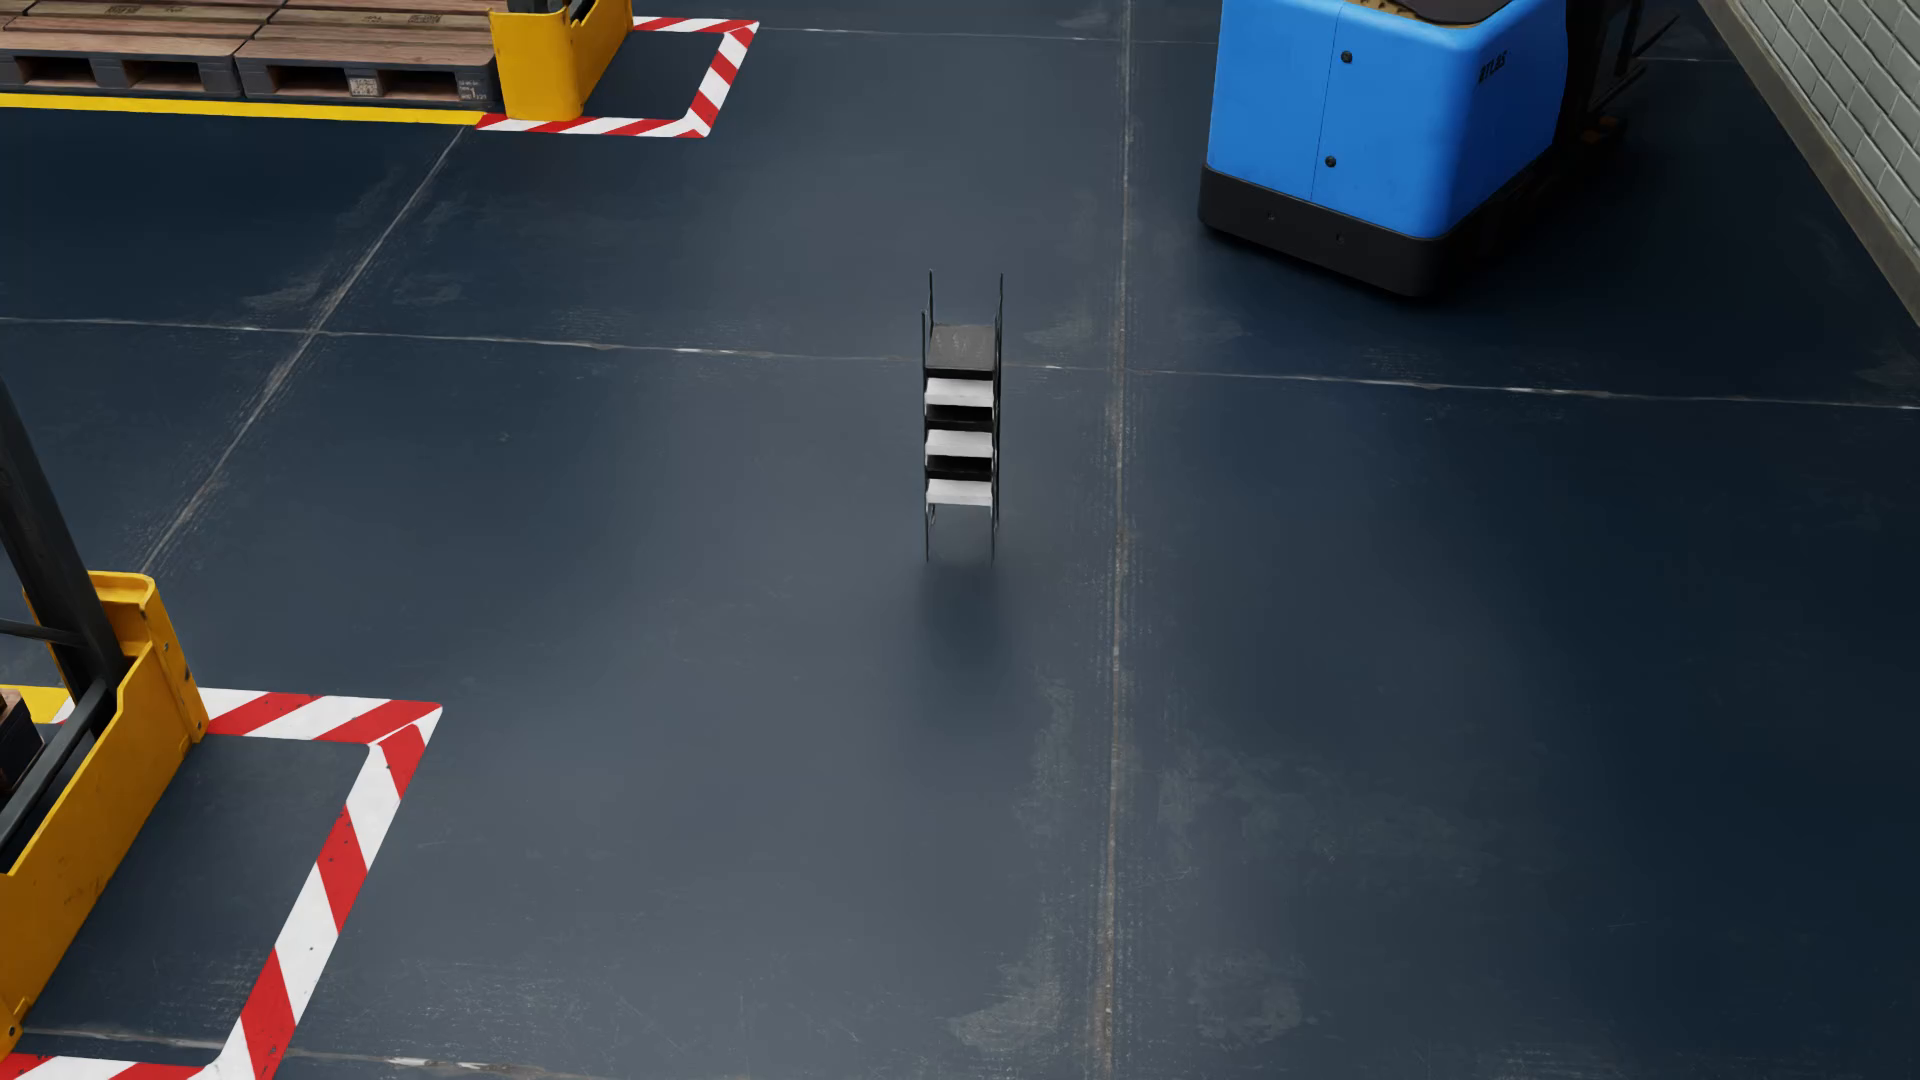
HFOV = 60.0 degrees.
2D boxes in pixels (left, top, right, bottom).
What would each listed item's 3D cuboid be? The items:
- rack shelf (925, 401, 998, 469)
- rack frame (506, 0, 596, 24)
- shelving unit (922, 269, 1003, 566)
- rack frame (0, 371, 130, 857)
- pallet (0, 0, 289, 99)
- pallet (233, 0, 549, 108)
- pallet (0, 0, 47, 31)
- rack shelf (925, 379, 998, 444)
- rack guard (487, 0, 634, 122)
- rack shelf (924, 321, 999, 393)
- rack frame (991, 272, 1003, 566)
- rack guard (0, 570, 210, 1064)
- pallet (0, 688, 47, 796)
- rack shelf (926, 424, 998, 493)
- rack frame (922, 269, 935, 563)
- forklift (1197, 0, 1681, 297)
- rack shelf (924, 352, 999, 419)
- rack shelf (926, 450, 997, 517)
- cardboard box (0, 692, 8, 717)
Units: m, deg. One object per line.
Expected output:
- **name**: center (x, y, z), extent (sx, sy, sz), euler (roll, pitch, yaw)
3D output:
- **rack shelf**: center (0.008, -0.323, 4.986), extent (0.200, 0.077, 0.258), euler (3, 39, 4)
- **rack frame**: center (-1.898, -3.441, 7.101), extent (0.127, 3.000, 1.000), euler (3, 39, 4)
- **shelving unit**: center (0.008, -0.349, 4.965), extent (0.210, 0.900, 0.258), euler (3, 39, 4)
- **rack frame**: center (-2.325, -0.326, 3.274), extent (0.127, 3.000, 1.000), euler (3, 39, 4)
- **pallet**: center (-3.928, -2.497, 8.150), extent (1.213, 0.211, 1.003), euler (3, 39, 4)
- **pallet**: center (-2.716, -2.429, 8.067), extent (1.213, 0.211, 1.003), euler (3, 39, 4)
- **pallet**: center (-5.147, -2.562, 8.230), extent (1.213, 0.211, 1.003), euler (3, 39, 4)
- **rack shelf**: center (0.008, -0.392, 4.930), extent (0.200, 0.077, 0.258), euler (3, 39, 4)
- **rack guard**: center (-1.873, -2.478, 7.899), extent (0.348, 0.500, 1.175), euler (3, 39, 4)
- **rack shelf**: center (0.008, -0.532, 4.816), extent (0.200, 0.077, 0.258), euler (3, 39, 4)
- **rack frame**: center (0.109, -0.343, 4.959), extent (0.006, 0.900, 0.240), euler (3, 39, 4)
- **rack guard**: center (-2.301, 0.645, 4.062), extent (0.348, 0.500, 1.175), euler (3, 39, 4)
- **pallet**: center (-3.128, 0.761, 4.148), extent (1.213, 0.211, 1.003), euler (3, 39, 4)
- **rack shelf**: center (0.008, -0.253, 5.043), extent (0.200, 0.077, 0.258), euler (3, 39, 4)
- **rack frame**: center (-0.093, -0.354, 4.972), extent (0.006, 0.900, 0.240), euler (3, 39, 4)
- **forklift**: center (2.280, -2.920, 6.516), extent (1.130, 2.935, 3.031), euler (27, 46, 29)
- **rack shelf**: center (0.008, -0.462, 4.873), extent (0.200, 0.077, 0.258), euler (3, 39, 4)
- **rack shelf**: center (0.008, -0.183, 5.100), extent (0.200, 0.077, 0.258), euler (3, 39, 4)
- **cardboard box**: center (-2.970, 0.351, 3.793), extent (0.875, 0.875, 0.875), euler (3, 39, 4)
